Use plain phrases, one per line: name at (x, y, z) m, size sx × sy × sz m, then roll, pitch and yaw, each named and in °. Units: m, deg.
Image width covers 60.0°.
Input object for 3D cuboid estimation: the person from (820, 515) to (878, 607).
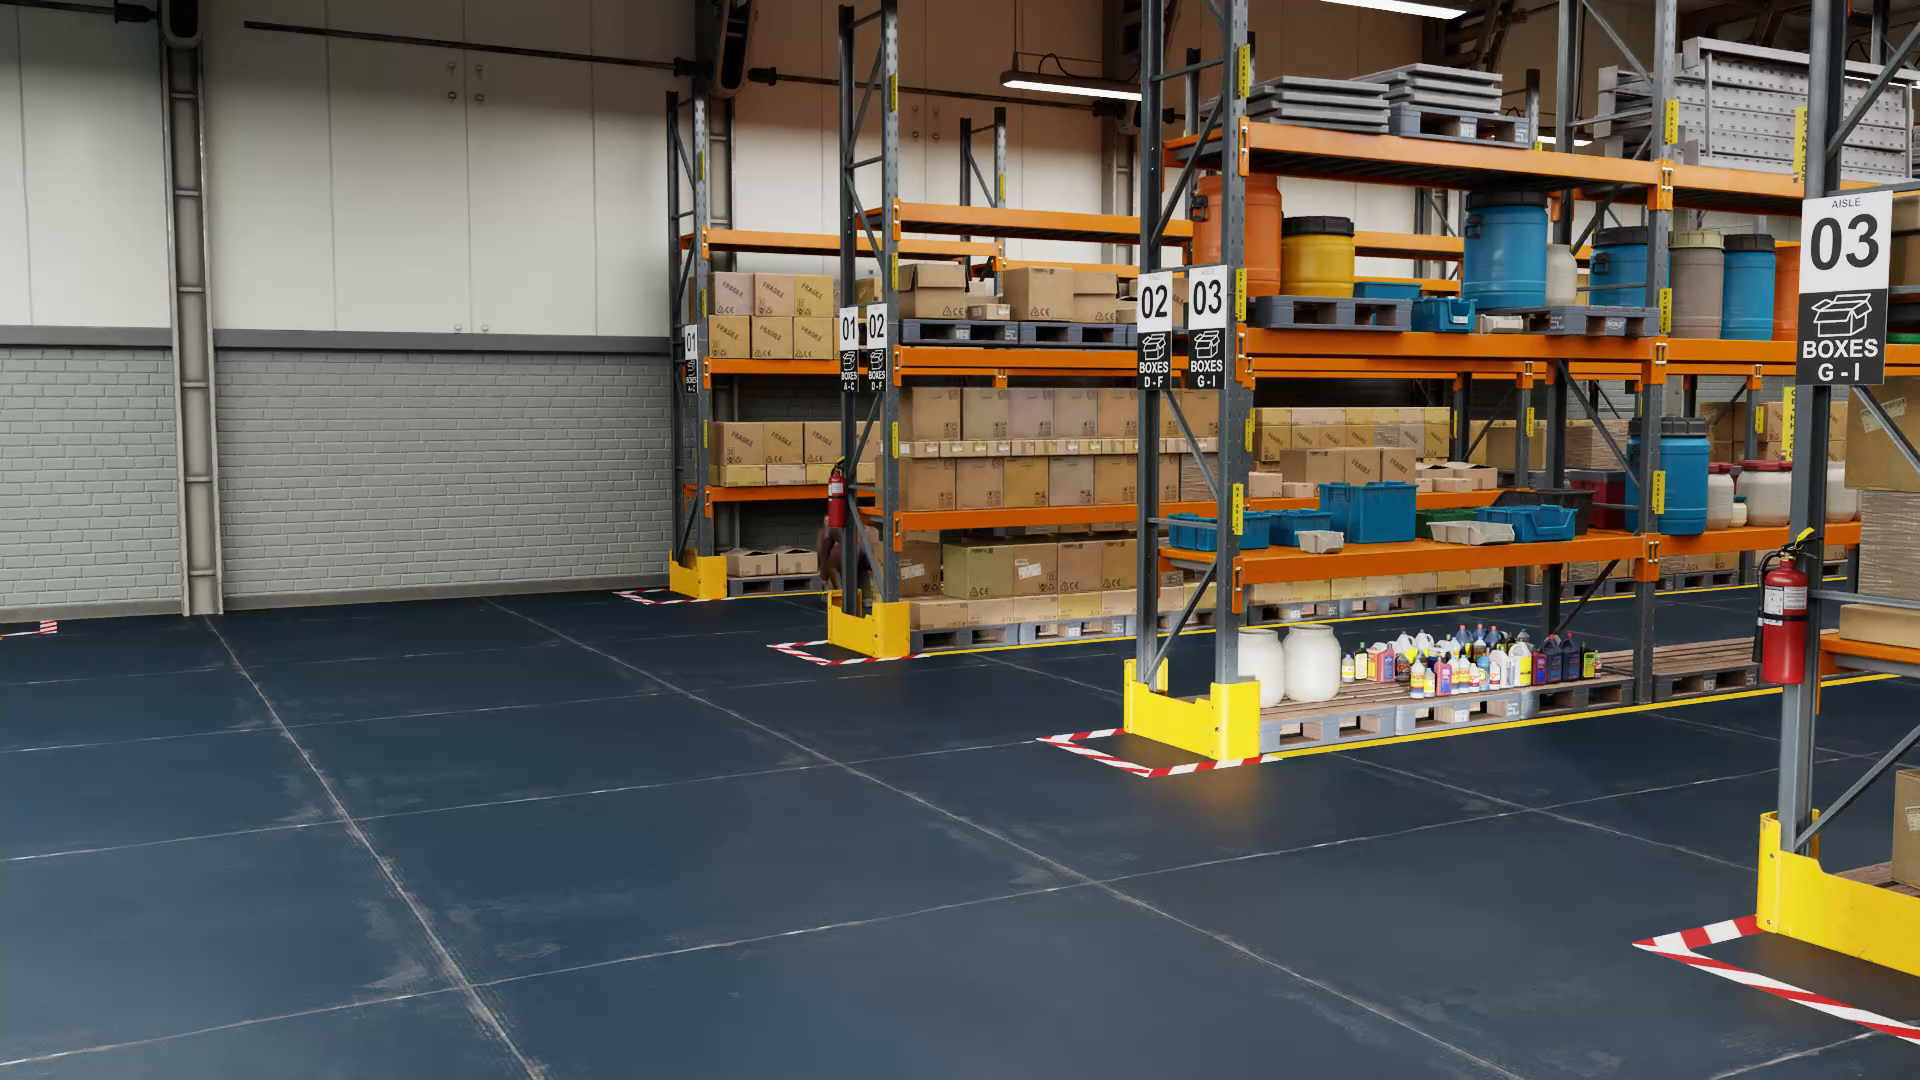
person at (-1.266, 0.238, 18.873) m, size 0.587 × 1.014 × 0.935 m, roll -3°, pitch 6°, yaw -31°
